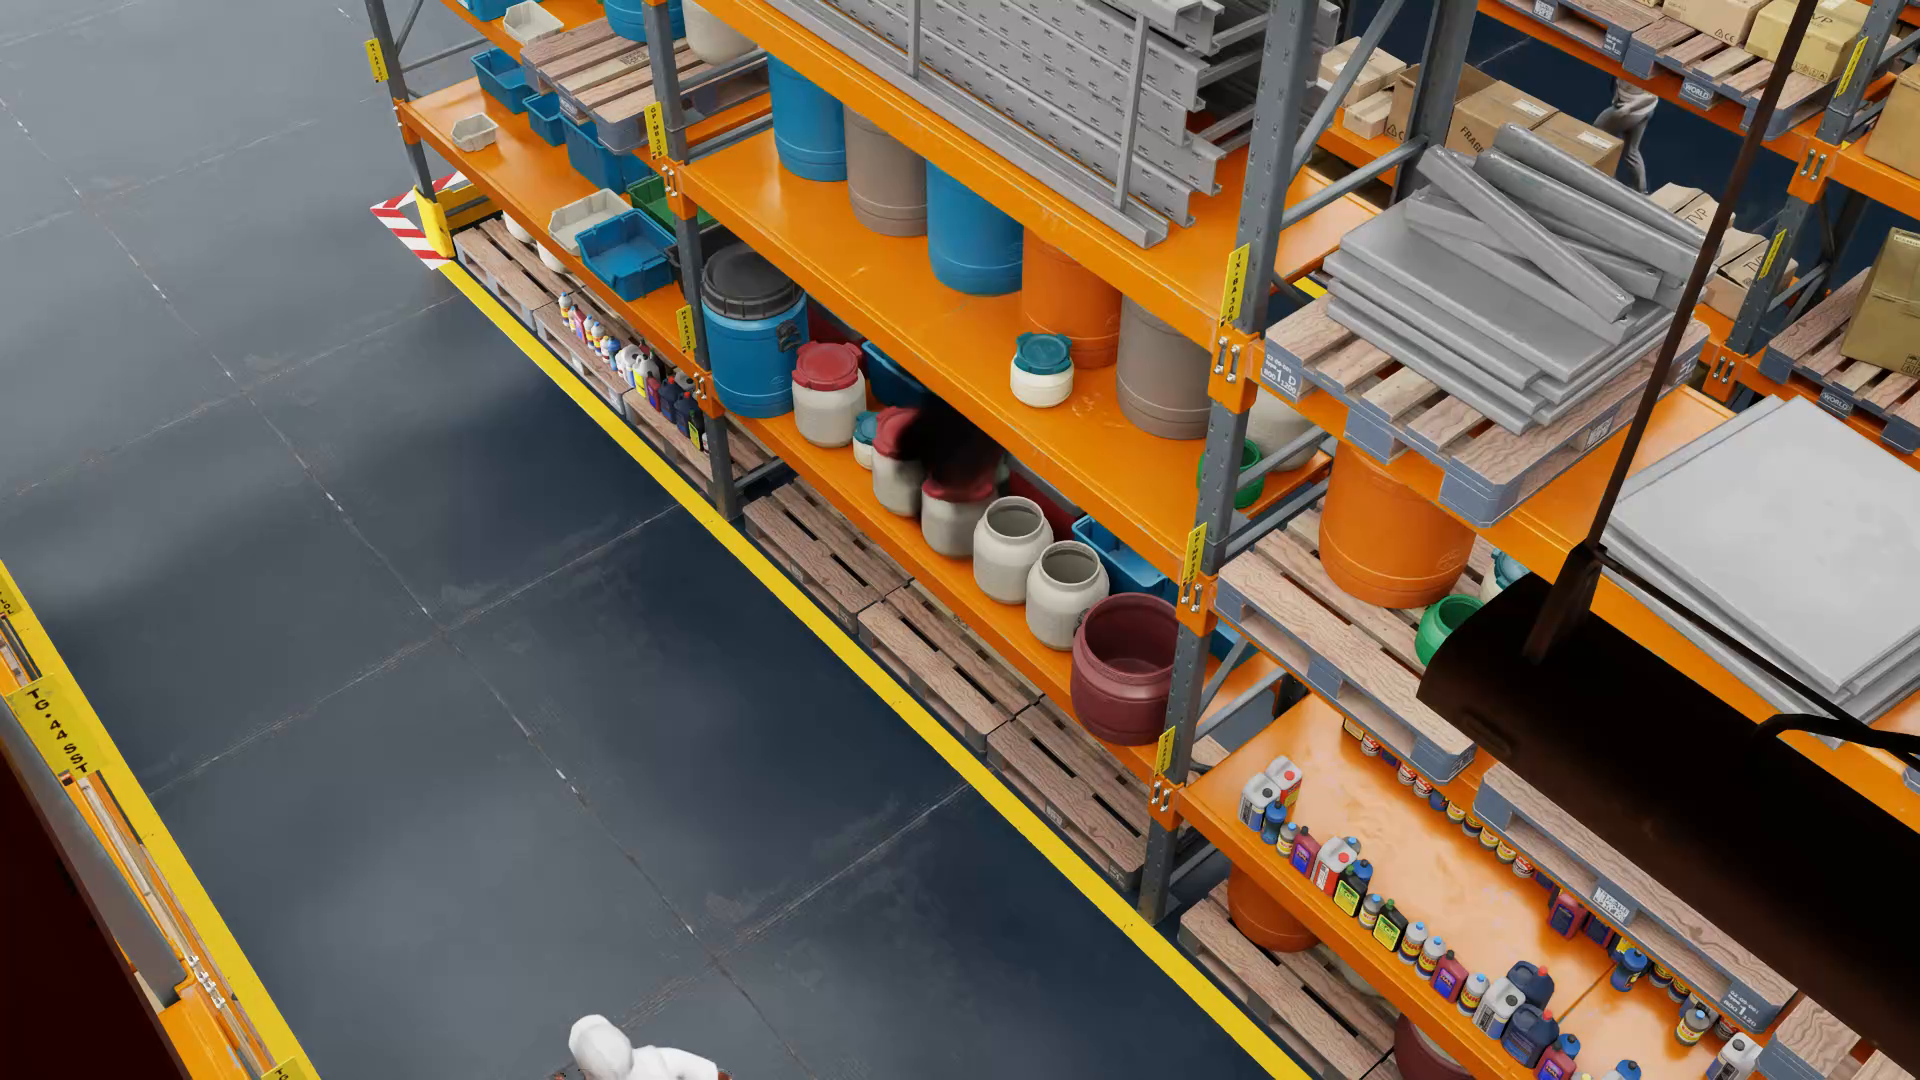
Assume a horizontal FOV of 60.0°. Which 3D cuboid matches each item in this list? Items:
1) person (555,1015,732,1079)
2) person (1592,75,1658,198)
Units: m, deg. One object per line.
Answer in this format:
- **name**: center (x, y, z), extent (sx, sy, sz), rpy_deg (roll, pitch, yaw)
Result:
- **person**: center (-1.349, 2.530, 7.015), extent (0.697, 1.789, 0.688), rpy_deg (34, 55, 28)
- **person**: center (5.232, -3.331, 12.978), extent (0.594, 1.745, 0.712), rpy_deg (-34, 55, -28)
